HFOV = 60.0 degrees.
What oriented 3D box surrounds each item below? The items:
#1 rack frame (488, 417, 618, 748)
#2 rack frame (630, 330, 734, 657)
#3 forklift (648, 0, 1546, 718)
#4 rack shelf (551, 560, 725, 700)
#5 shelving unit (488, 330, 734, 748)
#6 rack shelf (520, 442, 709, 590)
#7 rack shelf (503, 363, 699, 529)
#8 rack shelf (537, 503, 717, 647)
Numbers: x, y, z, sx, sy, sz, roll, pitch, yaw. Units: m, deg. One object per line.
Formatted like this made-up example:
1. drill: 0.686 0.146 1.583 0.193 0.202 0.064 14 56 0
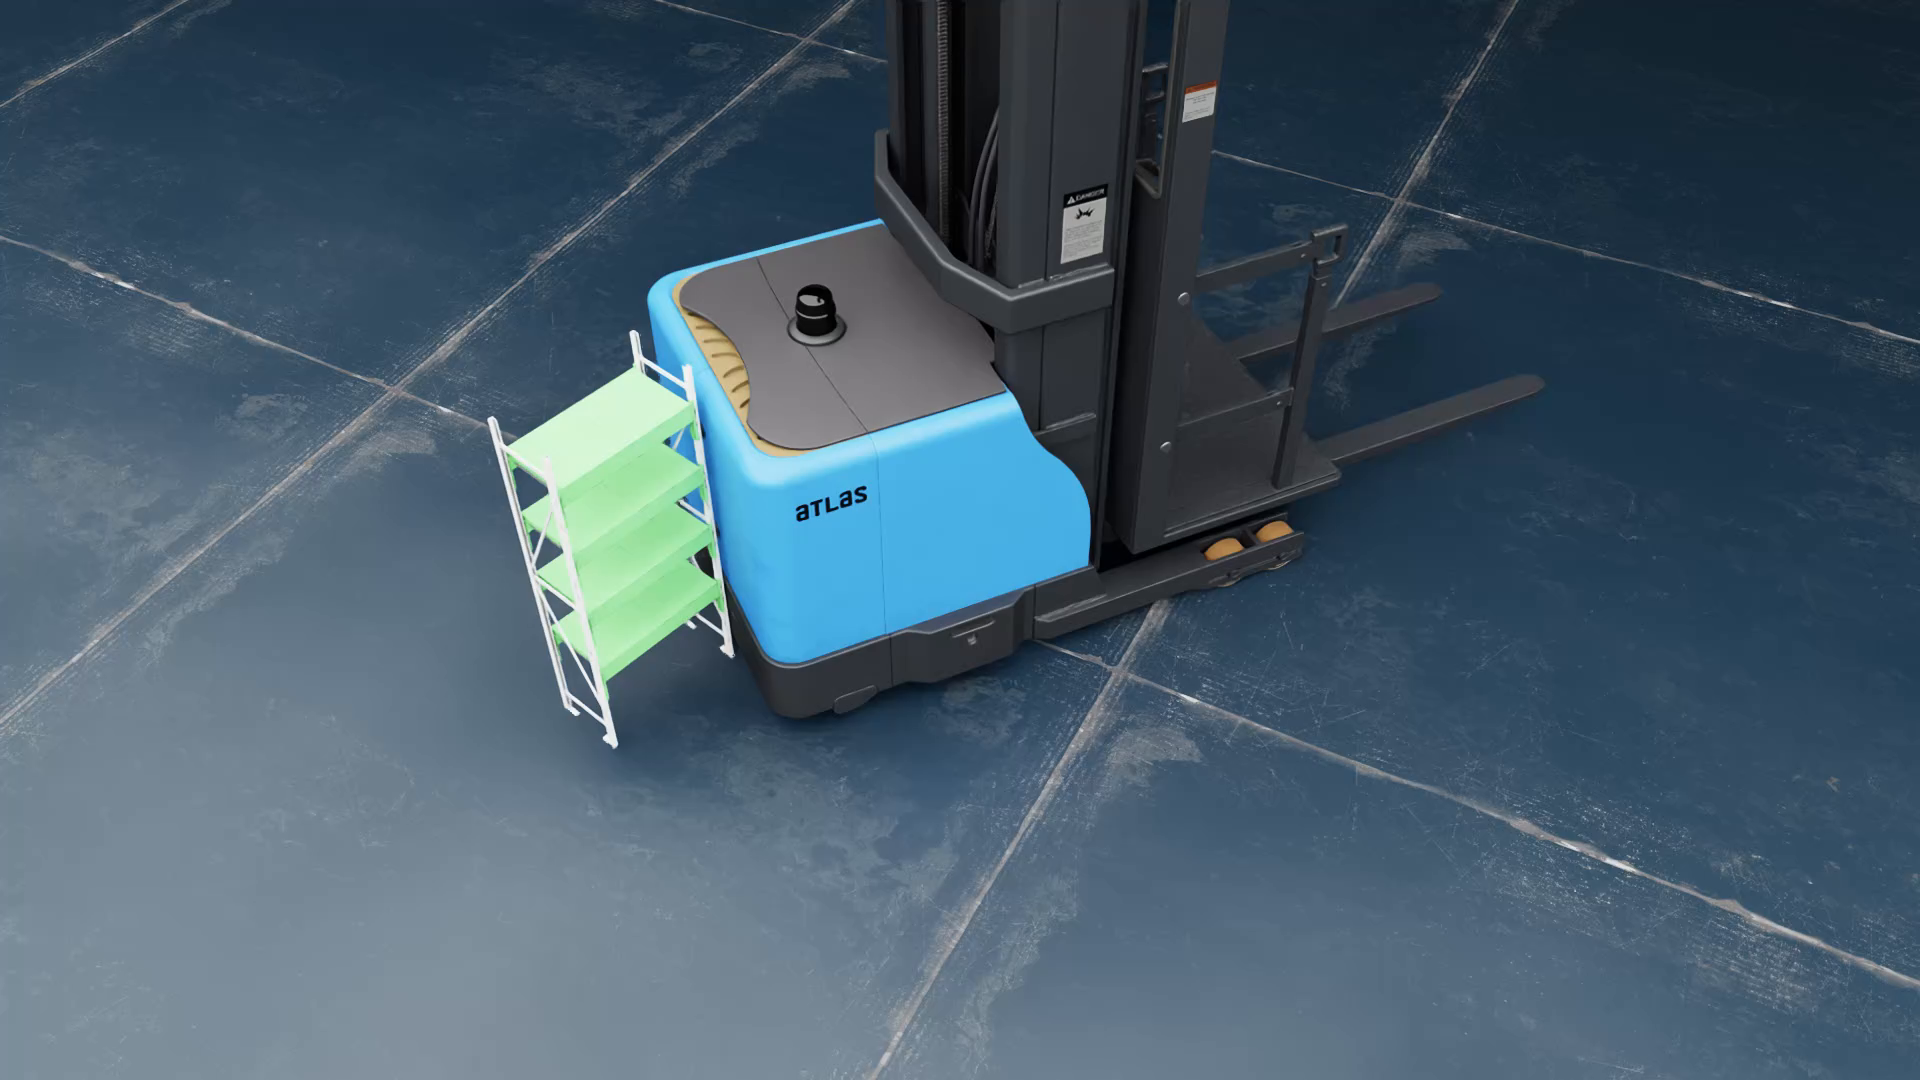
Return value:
1. rack frame: -1.149 0.157 4.751 0.240 1.200 0.015 32 53 28
2. rack frame: -0.827 -0.104 5.009 0.240 1.200 0.015 32 53 28
3. forklift: 0.601 -1.197 4.872 3.031 2.935 1.130 -18 48 -17
4. rack shelf: -0.988 0.240 5.096 0.258 0.148 0.480 32 53 28
5. shelving unit: -0.988 0.027 4.880 0.258 1.200 0.503 32 53 28
6. rack shelf: -0.988 -0.097 4.755 0.258 0.148 0.480 32 53 28
7. rack shelf: -0.988 -0.266 4.584 0.258 0.148 0.480 32 53 28
8. rack shelf: -0.988 0.072 4.925 0.258 0.148 0.480 32 53 28
